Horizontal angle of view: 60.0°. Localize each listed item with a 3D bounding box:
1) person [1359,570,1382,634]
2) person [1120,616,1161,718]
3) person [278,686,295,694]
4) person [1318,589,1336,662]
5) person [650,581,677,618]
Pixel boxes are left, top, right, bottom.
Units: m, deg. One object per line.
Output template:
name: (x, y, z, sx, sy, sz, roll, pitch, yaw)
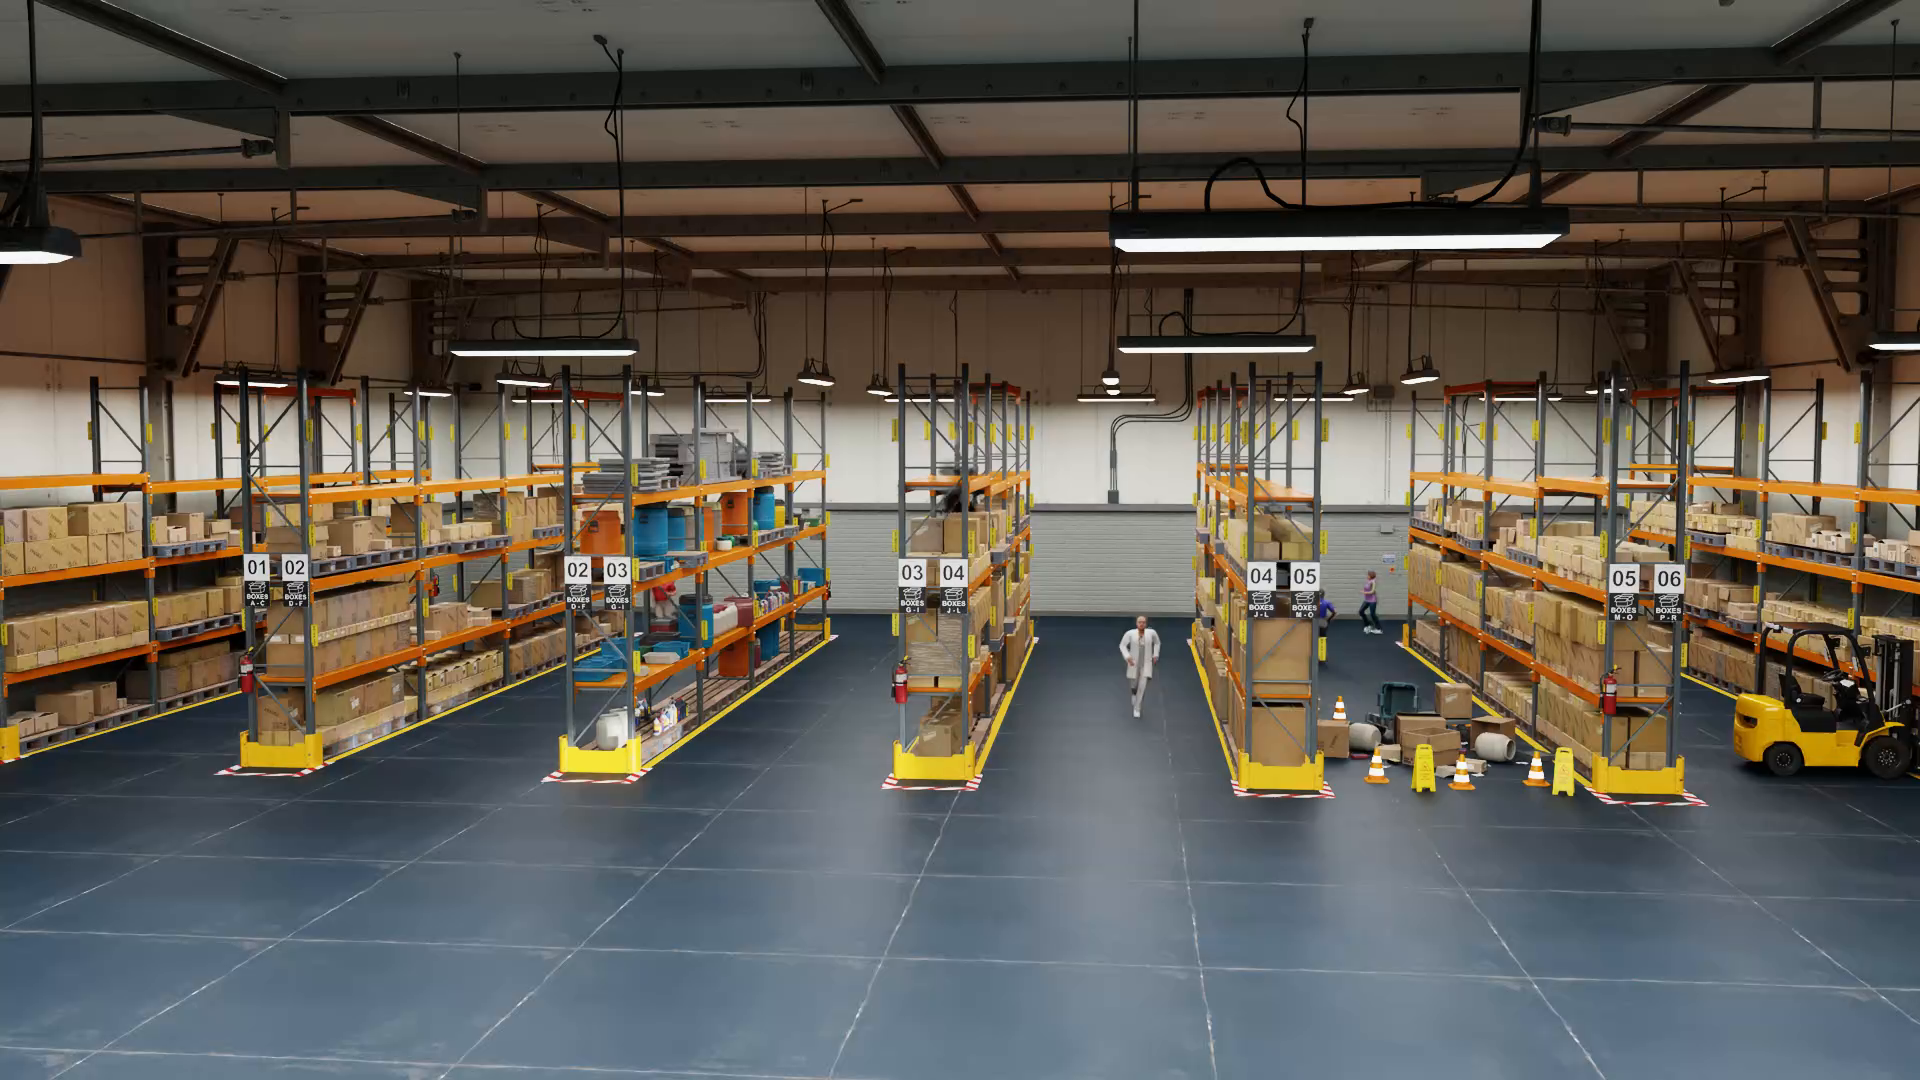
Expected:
person: (10.202, 1.552, 41.373, 0.638, 1.580, 0.517, -1, 4, -14)
person: (3.206, 2.226, 29.573, 0.739, 1.761, 0.900, 0, 4, 3)
person: (-11.425, 2.295, 28.398, 0.684, 1.763, 0.765, 0, 4, 5)
person: (7.852, 1.880, 36.190, 0.578, 1.648, 0.792, 0, 4, -4)
person: (-7.106, 1.590, 39.779, 0.669, 1.754, 0.883, 0, 4, 0)
